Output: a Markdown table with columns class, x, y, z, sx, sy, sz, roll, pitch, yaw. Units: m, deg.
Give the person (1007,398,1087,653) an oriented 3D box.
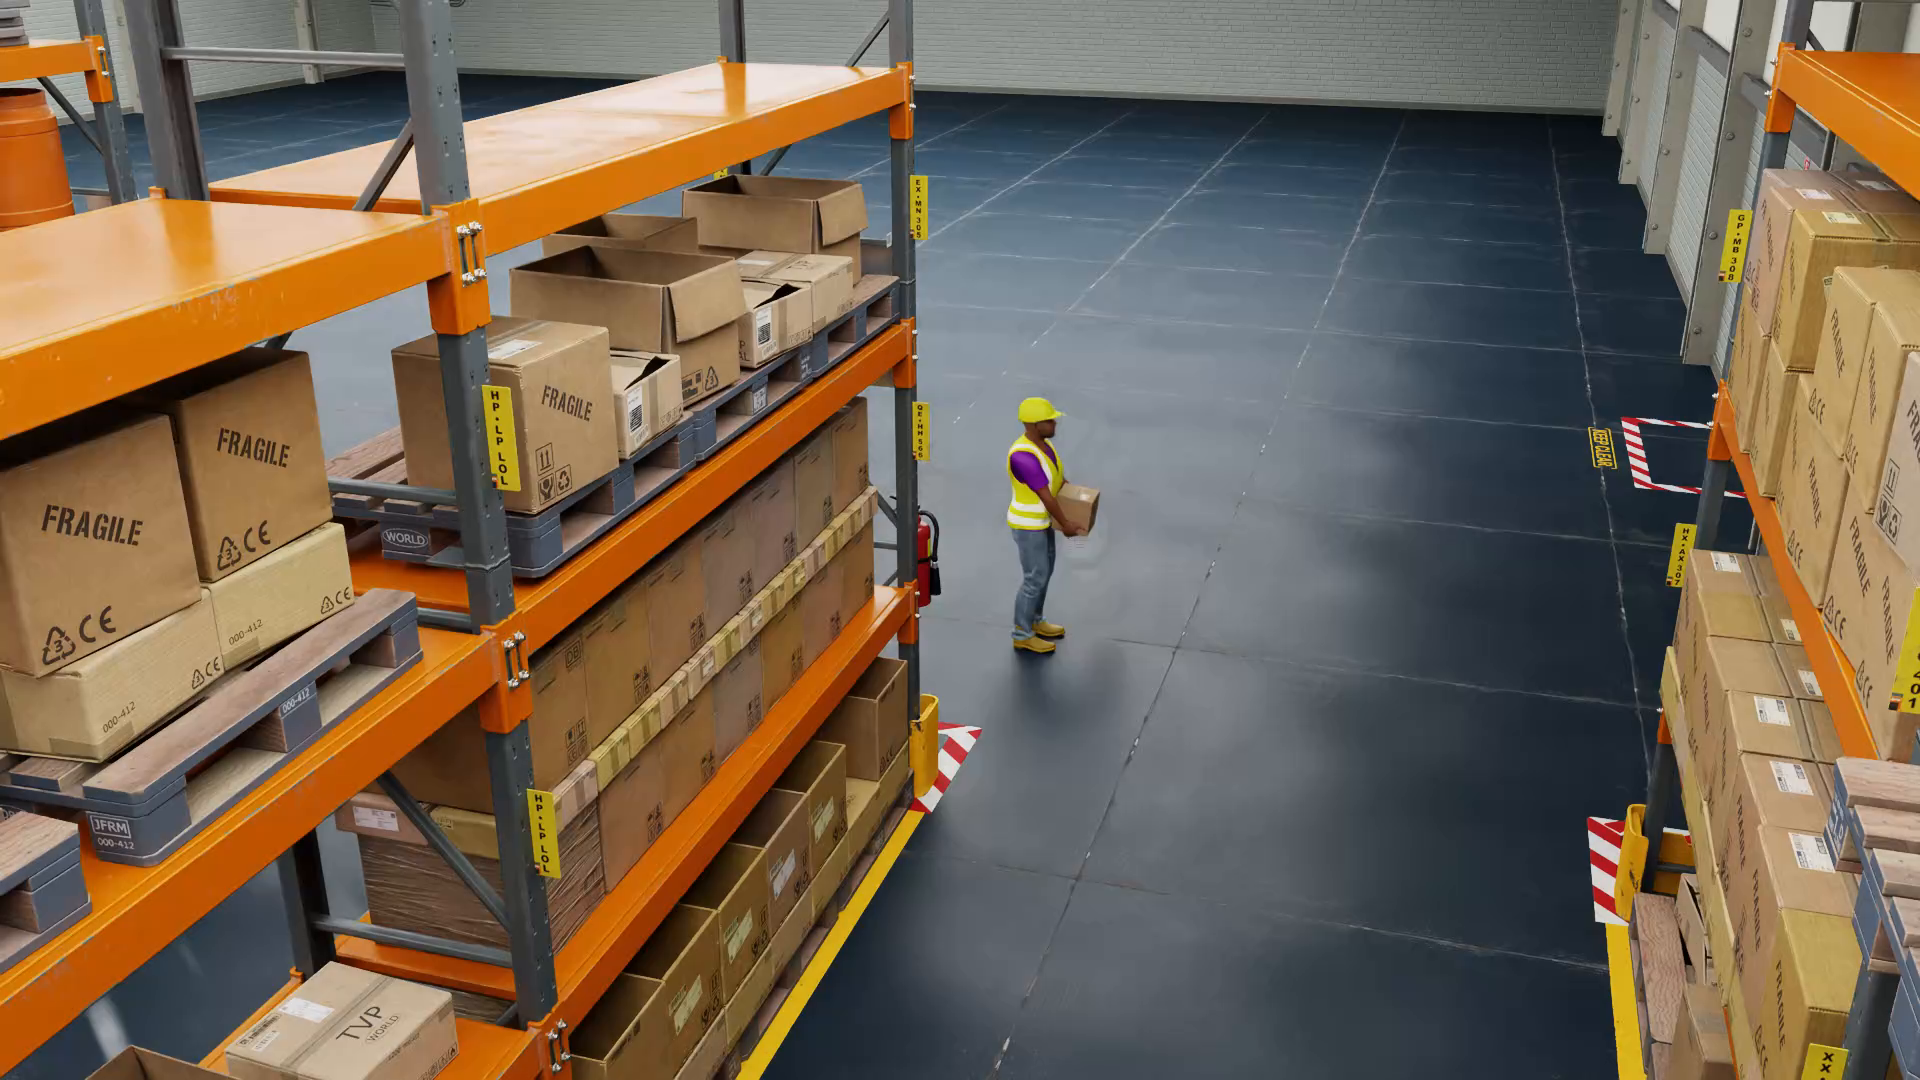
| class | x | y | z | sx | sy | sz | roll | pitch | yaw |
| --- | --- | --- | --- | --- | --- | --- | --- | --- | --- |
| person | 0.620 | -0.109 | 11.331 | 0.568 | 1.763 | 0.505 | 6 | 23 | 15 |
